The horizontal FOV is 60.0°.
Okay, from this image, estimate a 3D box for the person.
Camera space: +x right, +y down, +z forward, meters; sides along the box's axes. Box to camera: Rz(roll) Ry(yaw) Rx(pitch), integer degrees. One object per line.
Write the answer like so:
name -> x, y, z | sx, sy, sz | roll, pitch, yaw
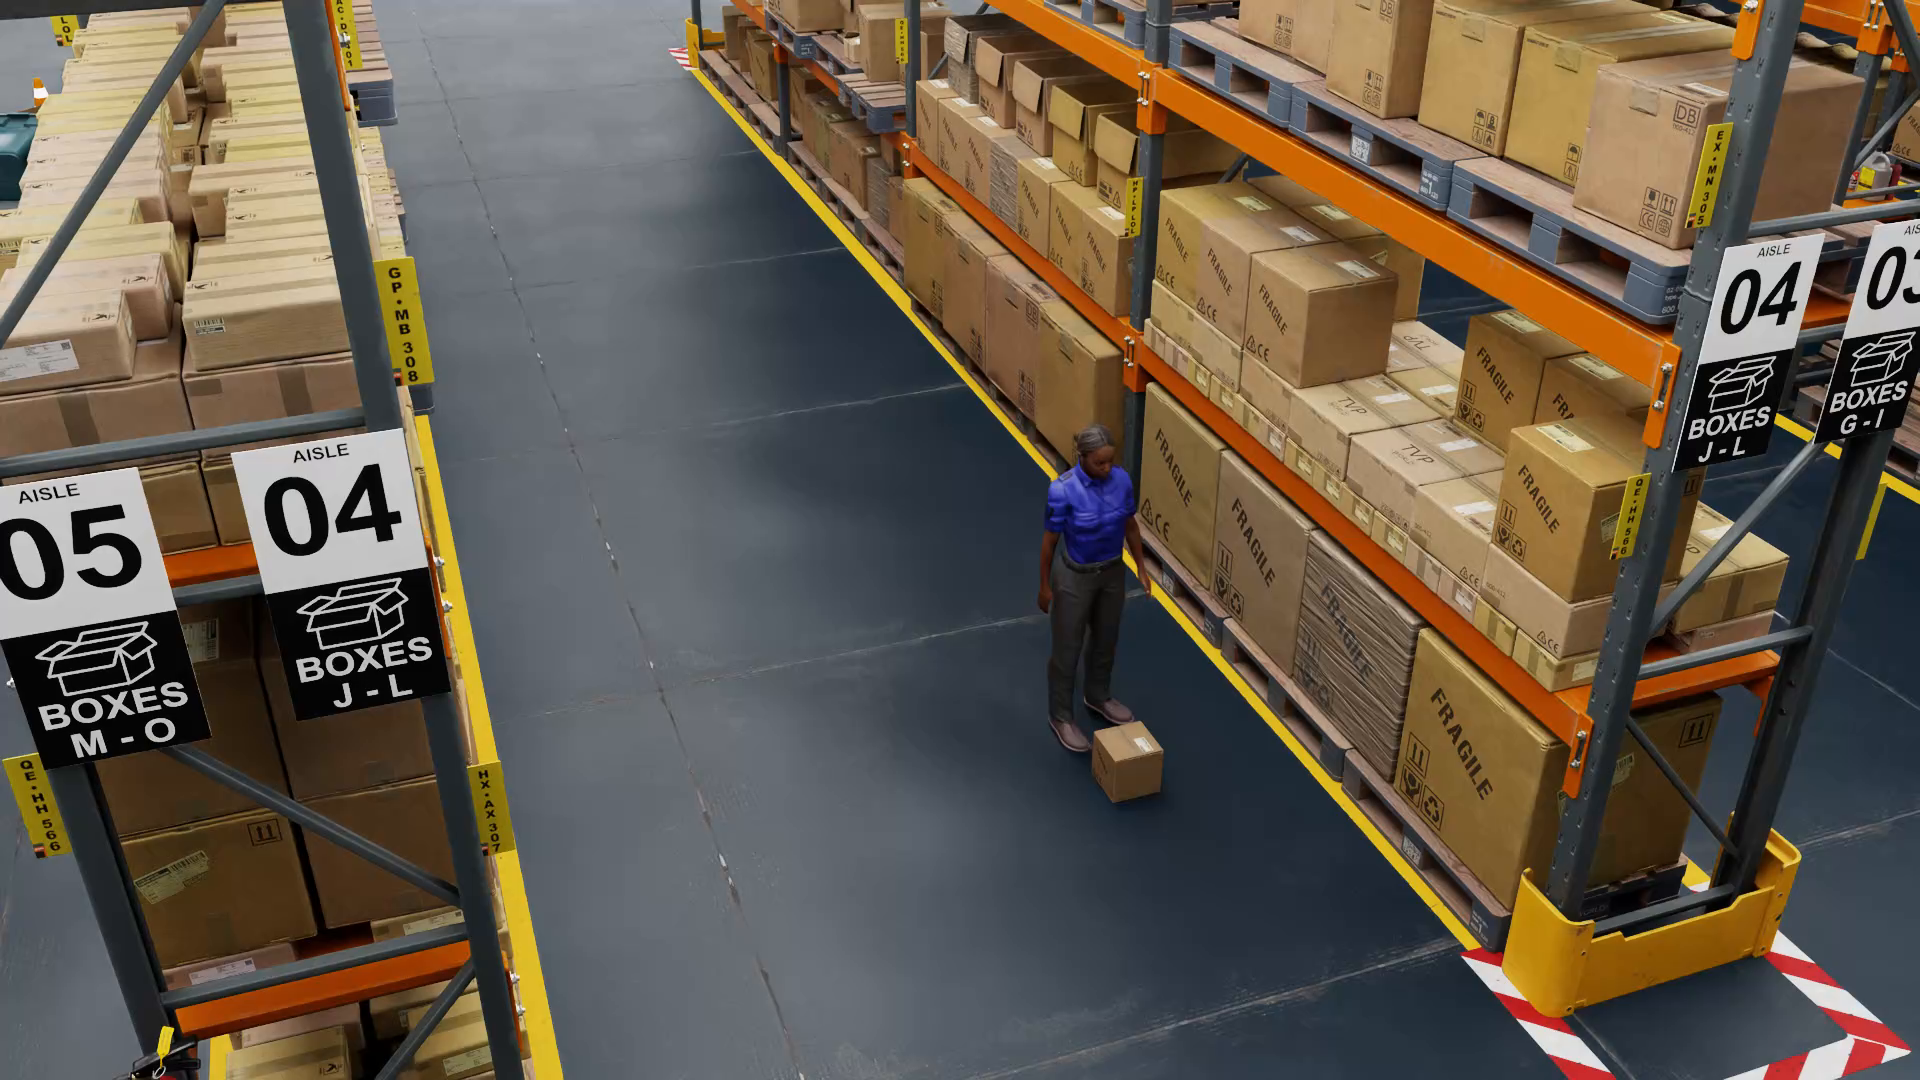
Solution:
person -> 0.663, 0.211, 7.957 | 0.542, 1.662, 0.370 | -16, 34, -25
